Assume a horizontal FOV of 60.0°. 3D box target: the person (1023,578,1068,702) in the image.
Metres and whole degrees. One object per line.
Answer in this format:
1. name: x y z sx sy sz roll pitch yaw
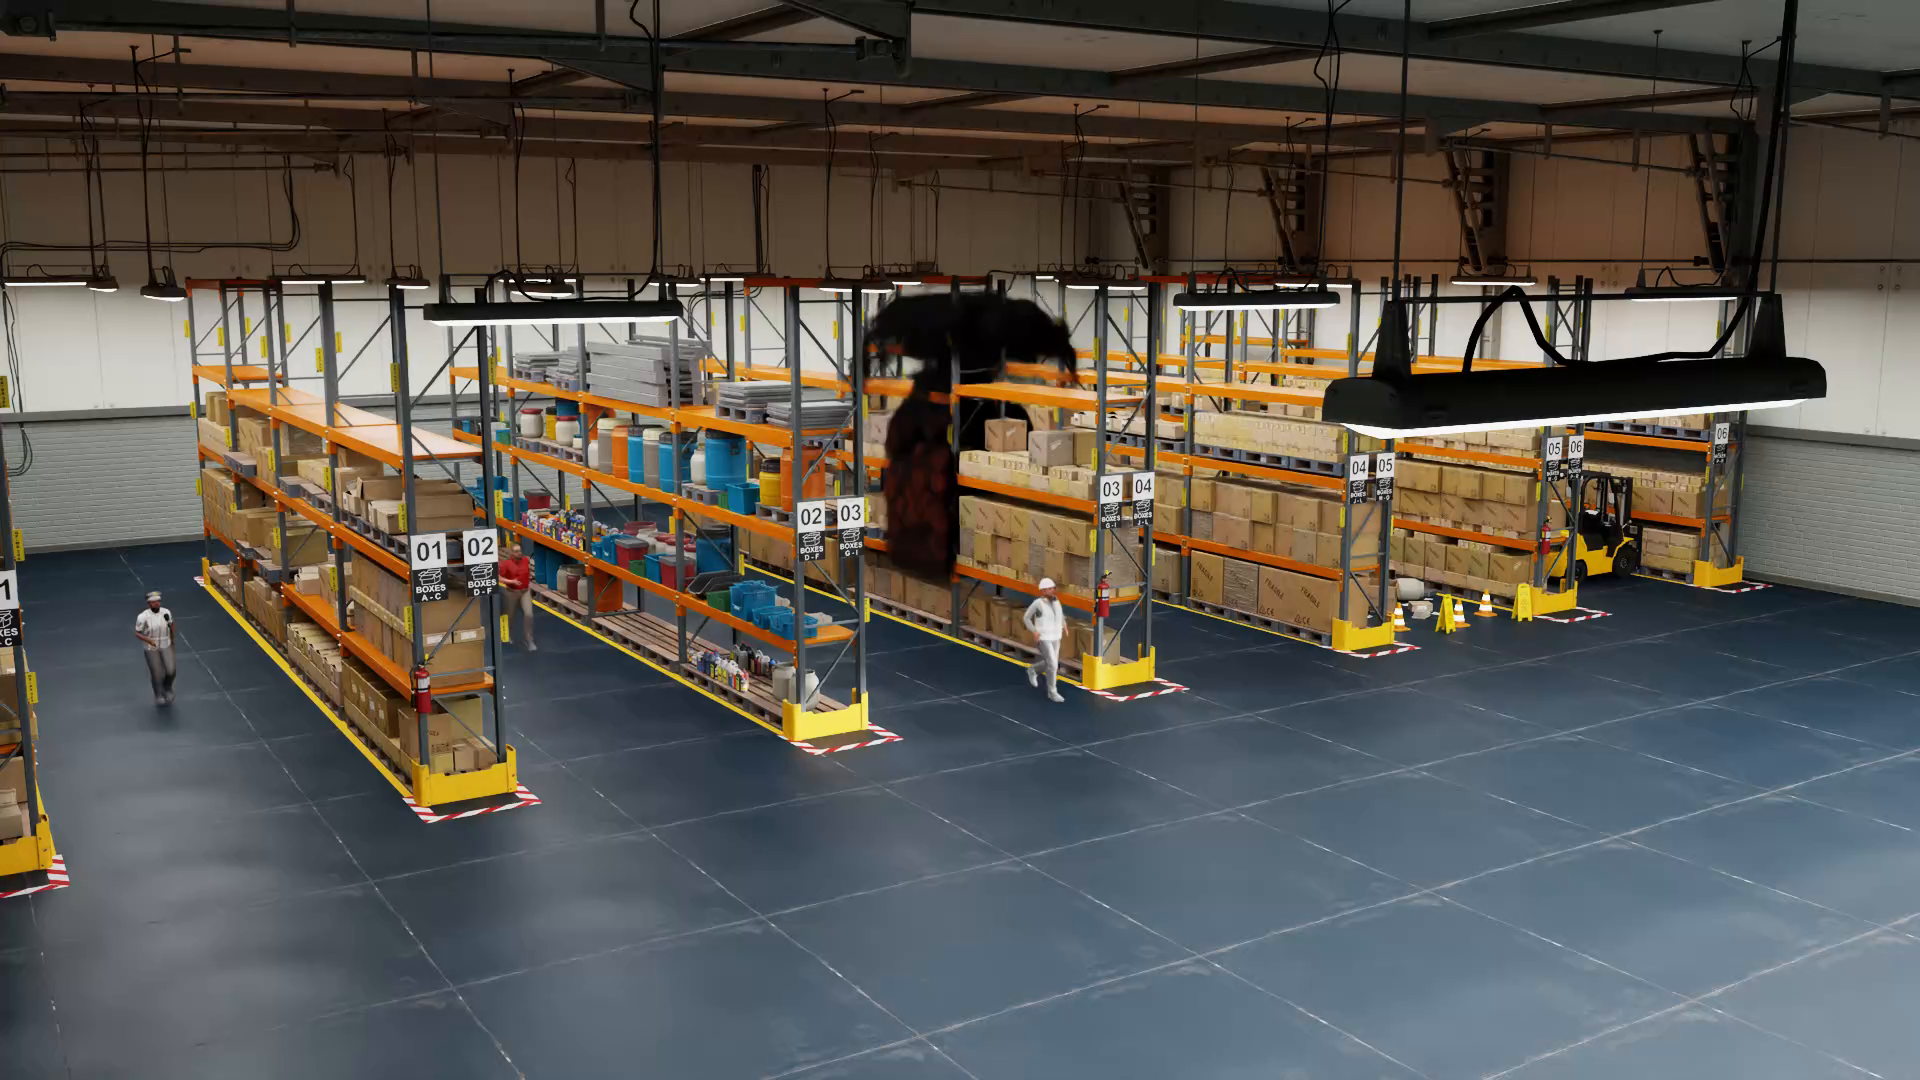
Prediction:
1. person: 1.241 1.426 24.283 0.681 1.766 0.850 -8 13 -41

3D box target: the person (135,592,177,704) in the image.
1. person: -11.458 1.547 23.778 0.576 1.662 0.580 -8 12 -38

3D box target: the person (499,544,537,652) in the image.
1. person: -7.299 0.924 27.328 0.608 1.767 0.909 -6 11 -33
